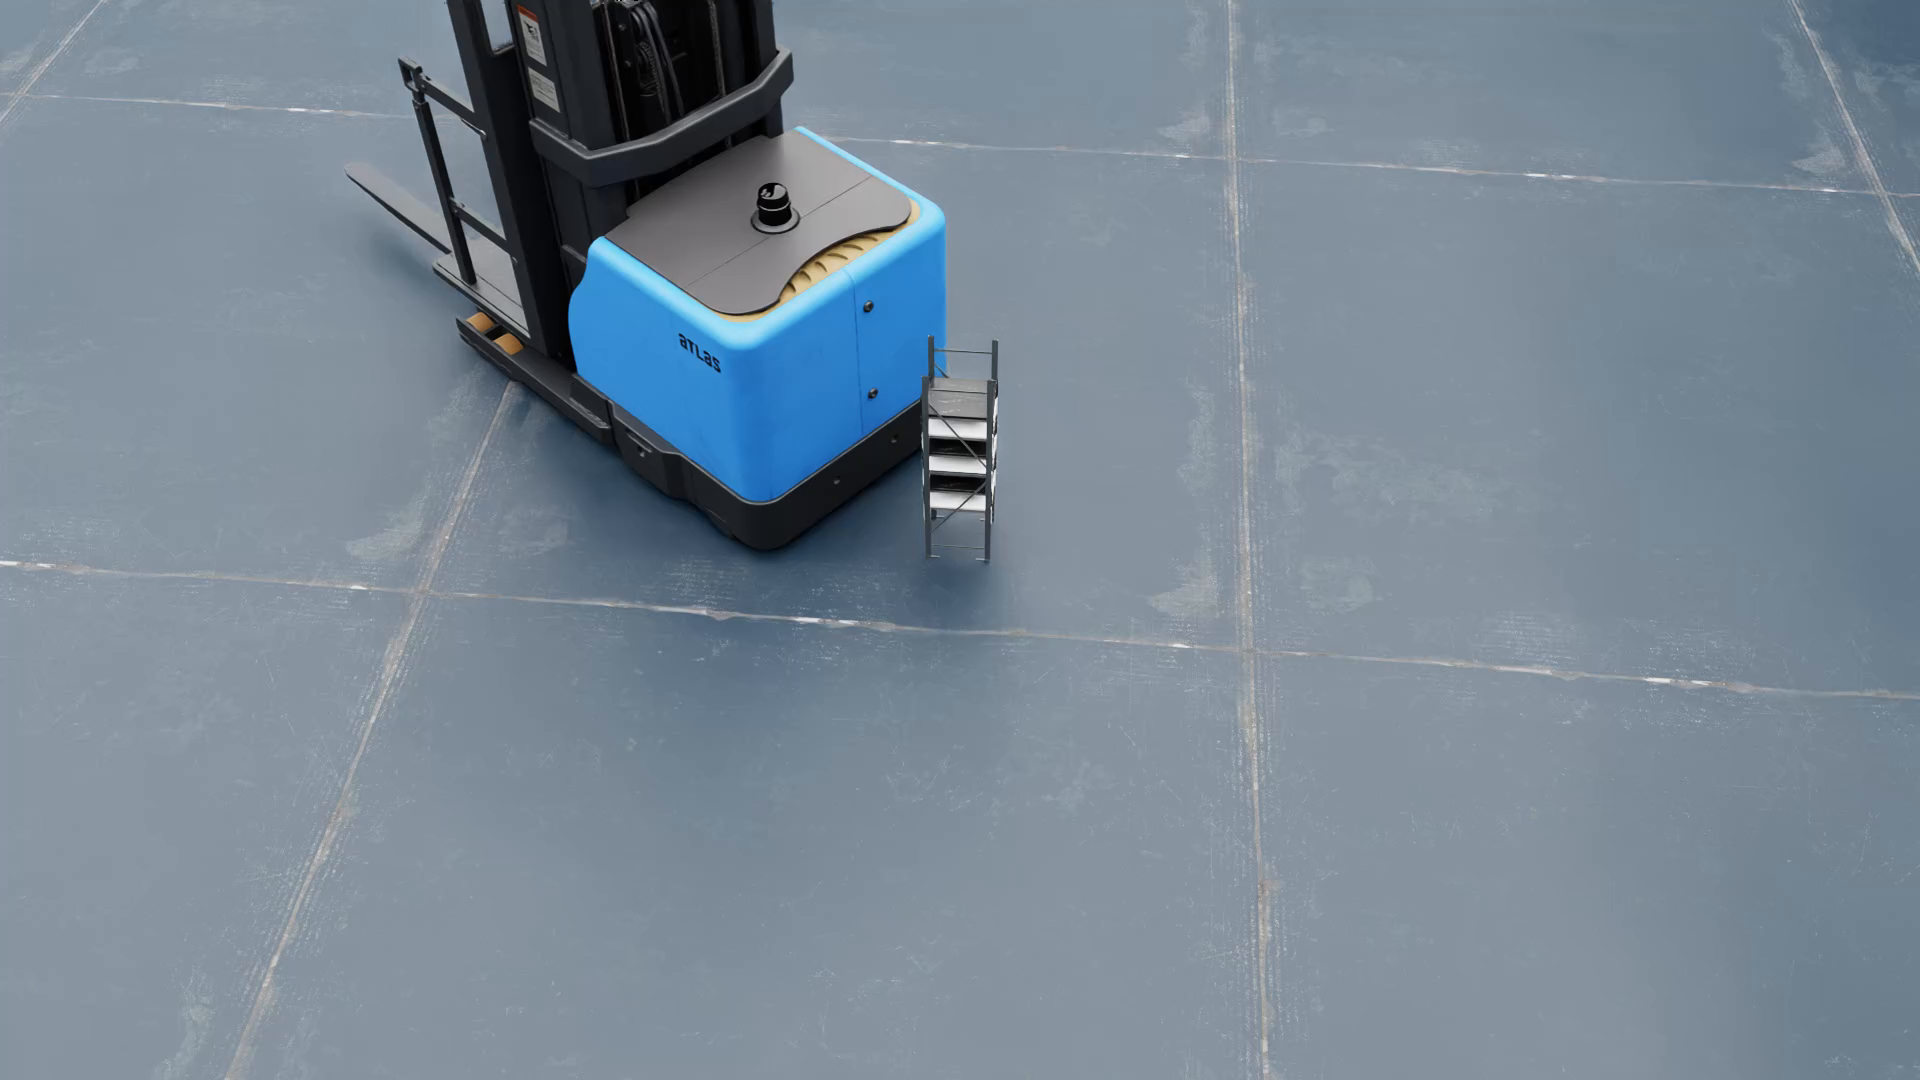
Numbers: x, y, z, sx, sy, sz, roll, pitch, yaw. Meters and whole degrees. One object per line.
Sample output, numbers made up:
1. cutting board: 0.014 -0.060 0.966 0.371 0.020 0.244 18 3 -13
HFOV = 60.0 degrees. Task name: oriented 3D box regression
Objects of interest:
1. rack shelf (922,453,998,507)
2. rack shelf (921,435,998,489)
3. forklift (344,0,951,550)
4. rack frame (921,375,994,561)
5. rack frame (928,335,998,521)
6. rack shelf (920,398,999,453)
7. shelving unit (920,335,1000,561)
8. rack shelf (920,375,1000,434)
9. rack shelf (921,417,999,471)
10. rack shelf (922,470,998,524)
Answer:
1. rack shelf: 0.001 -0.226 6.014 0.258 0.077 0.200 4 48 4
2. rack shelf: 0.001 -0.287 5.948 0.258 0.077 0.200 4 48 4
3. forklift: -1.448 -1.923 6.022 3.031 2.935 1.130 35 57 28
4. rack frame: -0.009 -0.235 5.855 0.240 0.900 0.006 4 48 4
5. rack frame: 0.010 -0.384 5.992 0.240 0.900 0.006 4 48 4
6. rack shelf: 0.001 -0.409 5.815 0.258 0.077 0.200 4 48 4
7. shelving unit: 0.001 -0.310 5.923 0.258 0.900 0.210 4 48 4
8. rack shelf: 0.001 -0.469 5.749 0.258 0.077 0.200 4 48 4
9. rack shelf: 0.001 -0.348 5.882 0.258 0.077 0.200 4 48 4
10. rack shelf: 0.001 -0.166 6.081 0.258 0.077 0.200 4 48 4
